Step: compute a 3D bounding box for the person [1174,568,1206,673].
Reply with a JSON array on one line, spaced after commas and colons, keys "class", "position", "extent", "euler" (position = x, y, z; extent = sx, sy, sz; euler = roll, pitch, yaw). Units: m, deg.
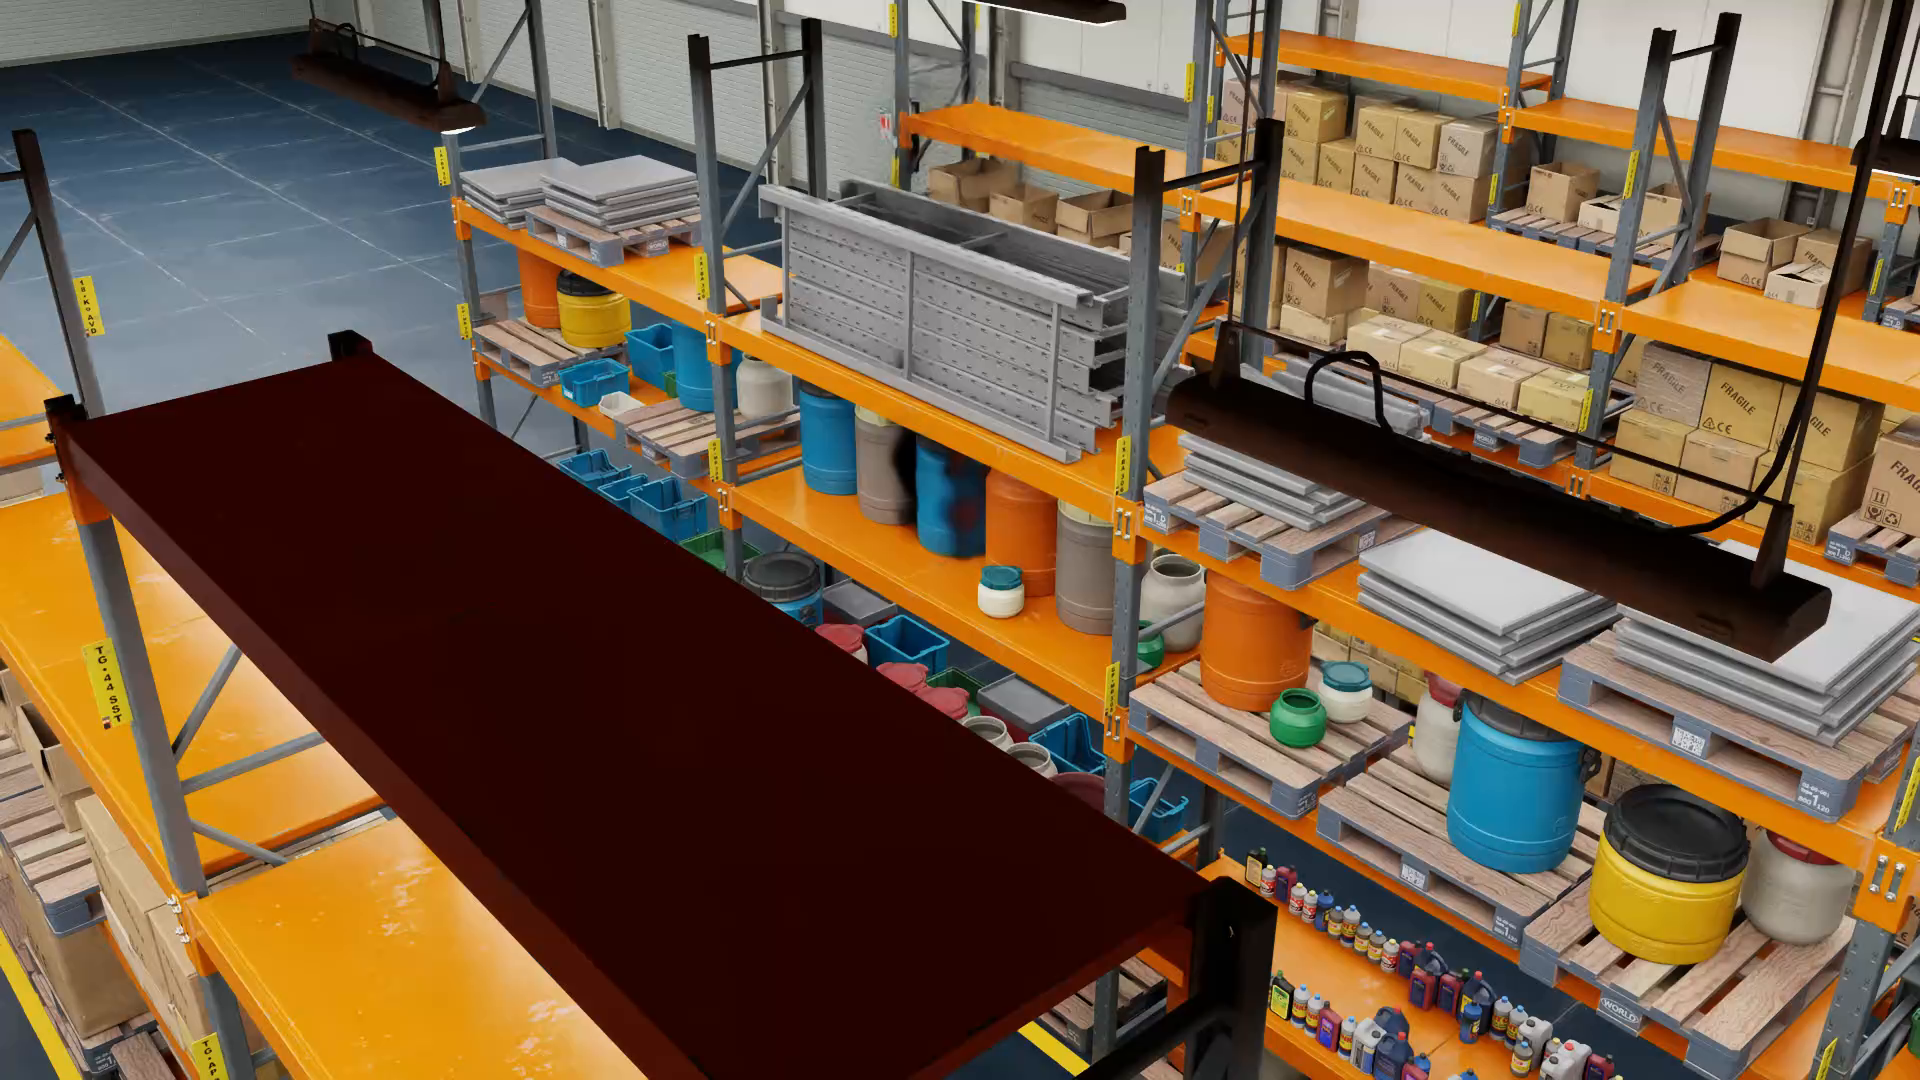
[{"class": "person", "position": [1.916, 1.009, 13.659], "extent": [0.708, 1.727, 0.705], "euler": [23, 35, 38]}]
